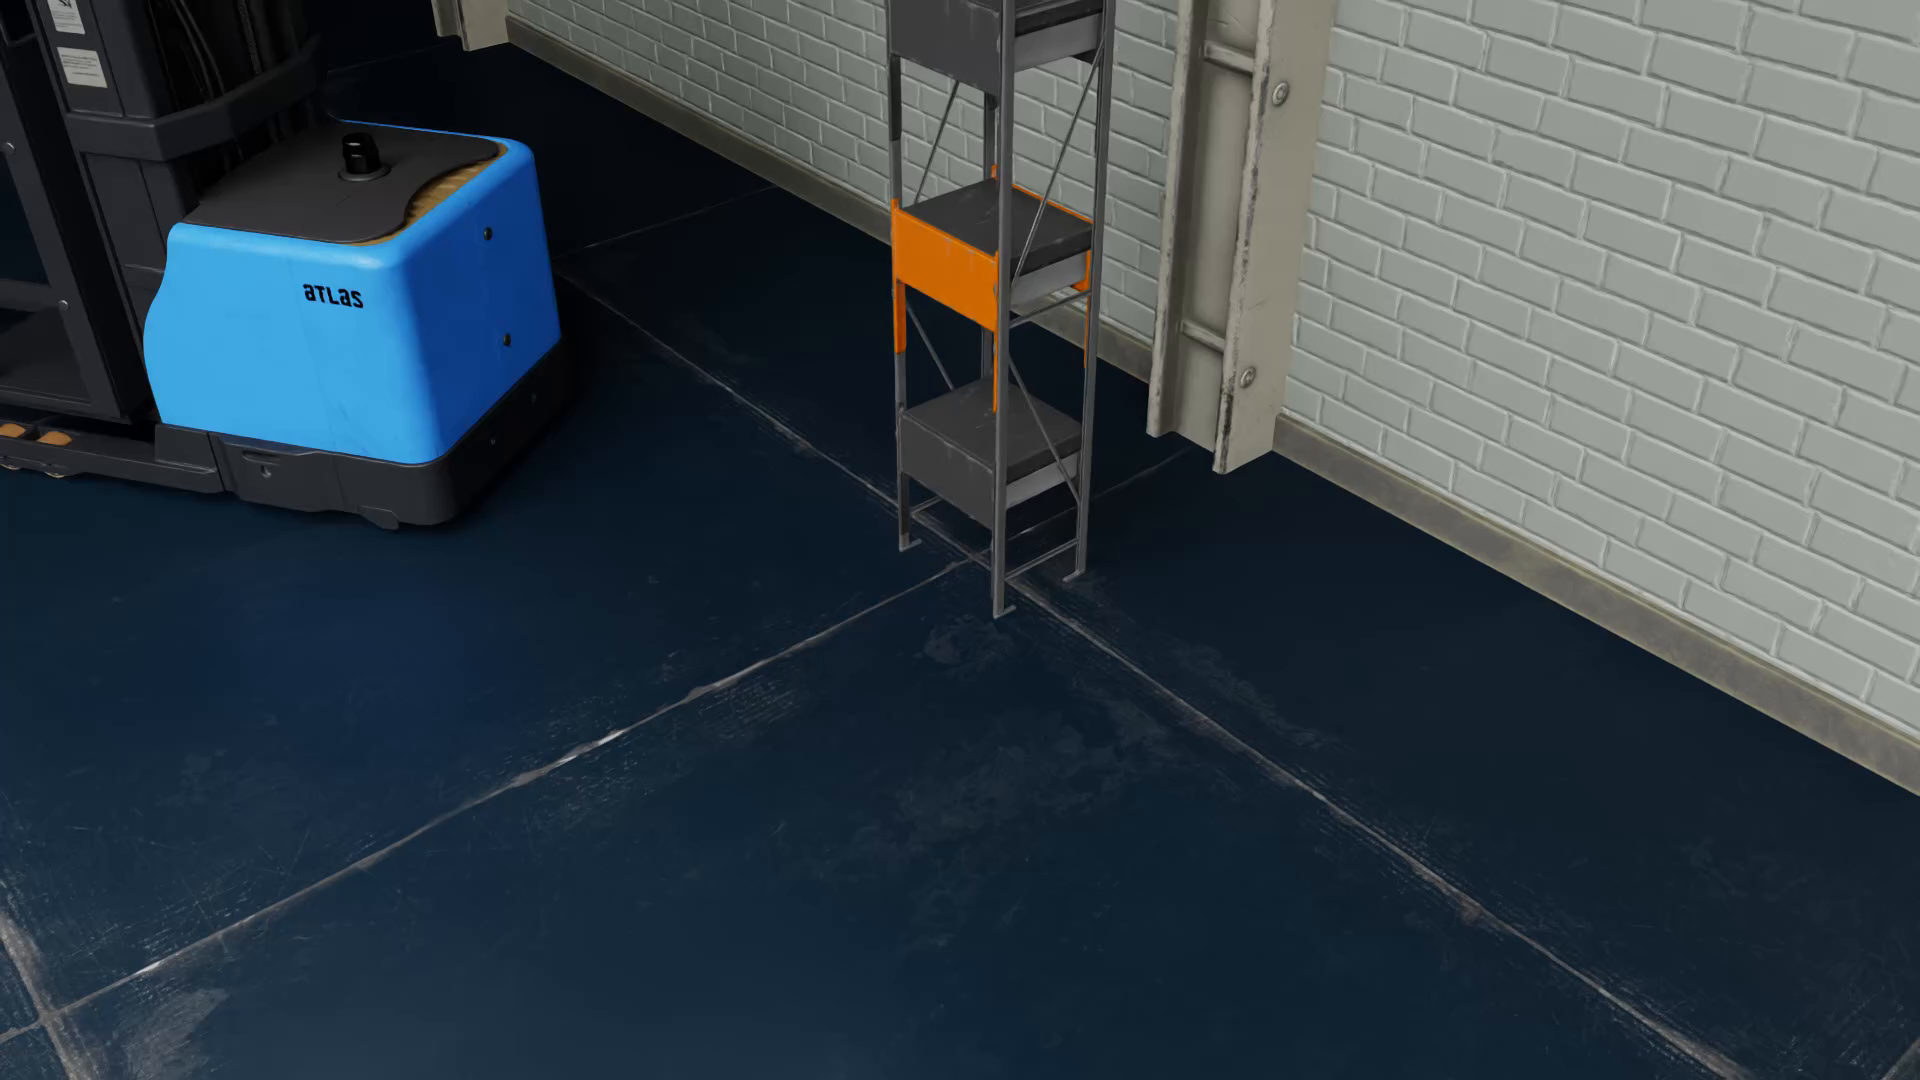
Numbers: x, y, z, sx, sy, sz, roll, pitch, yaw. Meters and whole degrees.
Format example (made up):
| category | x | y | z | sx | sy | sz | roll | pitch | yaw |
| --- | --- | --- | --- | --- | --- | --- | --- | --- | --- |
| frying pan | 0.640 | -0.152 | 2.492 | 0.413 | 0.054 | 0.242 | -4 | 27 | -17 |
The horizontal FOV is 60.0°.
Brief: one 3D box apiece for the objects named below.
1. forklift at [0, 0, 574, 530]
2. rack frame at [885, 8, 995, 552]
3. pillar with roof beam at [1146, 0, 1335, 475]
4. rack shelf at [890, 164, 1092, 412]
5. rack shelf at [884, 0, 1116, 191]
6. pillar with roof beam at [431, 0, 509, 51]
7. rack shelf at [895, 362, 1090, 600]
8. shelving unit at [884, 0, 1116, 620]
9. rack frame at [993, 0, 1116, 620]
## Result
| category | x | y | z | sx | sy | sz | roll | pitch | yaw |
| --- | --- | --- | --- | --- | --- | --- | --- | --- | --- |
| forklift | -3.070 | -1.706 | 5.622 | 3.031 | 2.935 | 1.130 | 9 | 36 | 13 |
| rack frame | -0.051 | -0.892 | 5.192 | 0.400 | 2.100 | 0.015 | -26 | 43 | -32 |
| pillar with roof beam | -2.340 | -2.448 | 1.421 | 9.100 | 9.000 | 0.400 | -26 | 43 | -32 |
| rack shelf | 0.107 | -0.773 | 5.048 | 0.431 | 0.518 | 0.480 | -26 | 43 | -32 |
| rack shelf | 0.107 | -1.344 | 4.643 | 0.431 | 0.518 | 0.480 | -26 | 43 | -32 |
| pillar with roof beam | -6.212 | -5.097 | 5.161 | 9.100 | 9.000 | 0.400 | -26 | 43 | -32 |
| rack shelf | 0.107 | -0.201 | 5.452 | 0.431 | 0.518 | 0.480 | -26 | 43 | -32 |
| shelving unit | 0.107 | -0.784 | 5.040 | 0.431 | 2.100 | 0.503 | -26 | 43 | -32 |
| rack frame | 0.264 | -0.676 | 4.888 | 0.400 | 2.100 | 0.015 | -26 | 43 | -32 |
